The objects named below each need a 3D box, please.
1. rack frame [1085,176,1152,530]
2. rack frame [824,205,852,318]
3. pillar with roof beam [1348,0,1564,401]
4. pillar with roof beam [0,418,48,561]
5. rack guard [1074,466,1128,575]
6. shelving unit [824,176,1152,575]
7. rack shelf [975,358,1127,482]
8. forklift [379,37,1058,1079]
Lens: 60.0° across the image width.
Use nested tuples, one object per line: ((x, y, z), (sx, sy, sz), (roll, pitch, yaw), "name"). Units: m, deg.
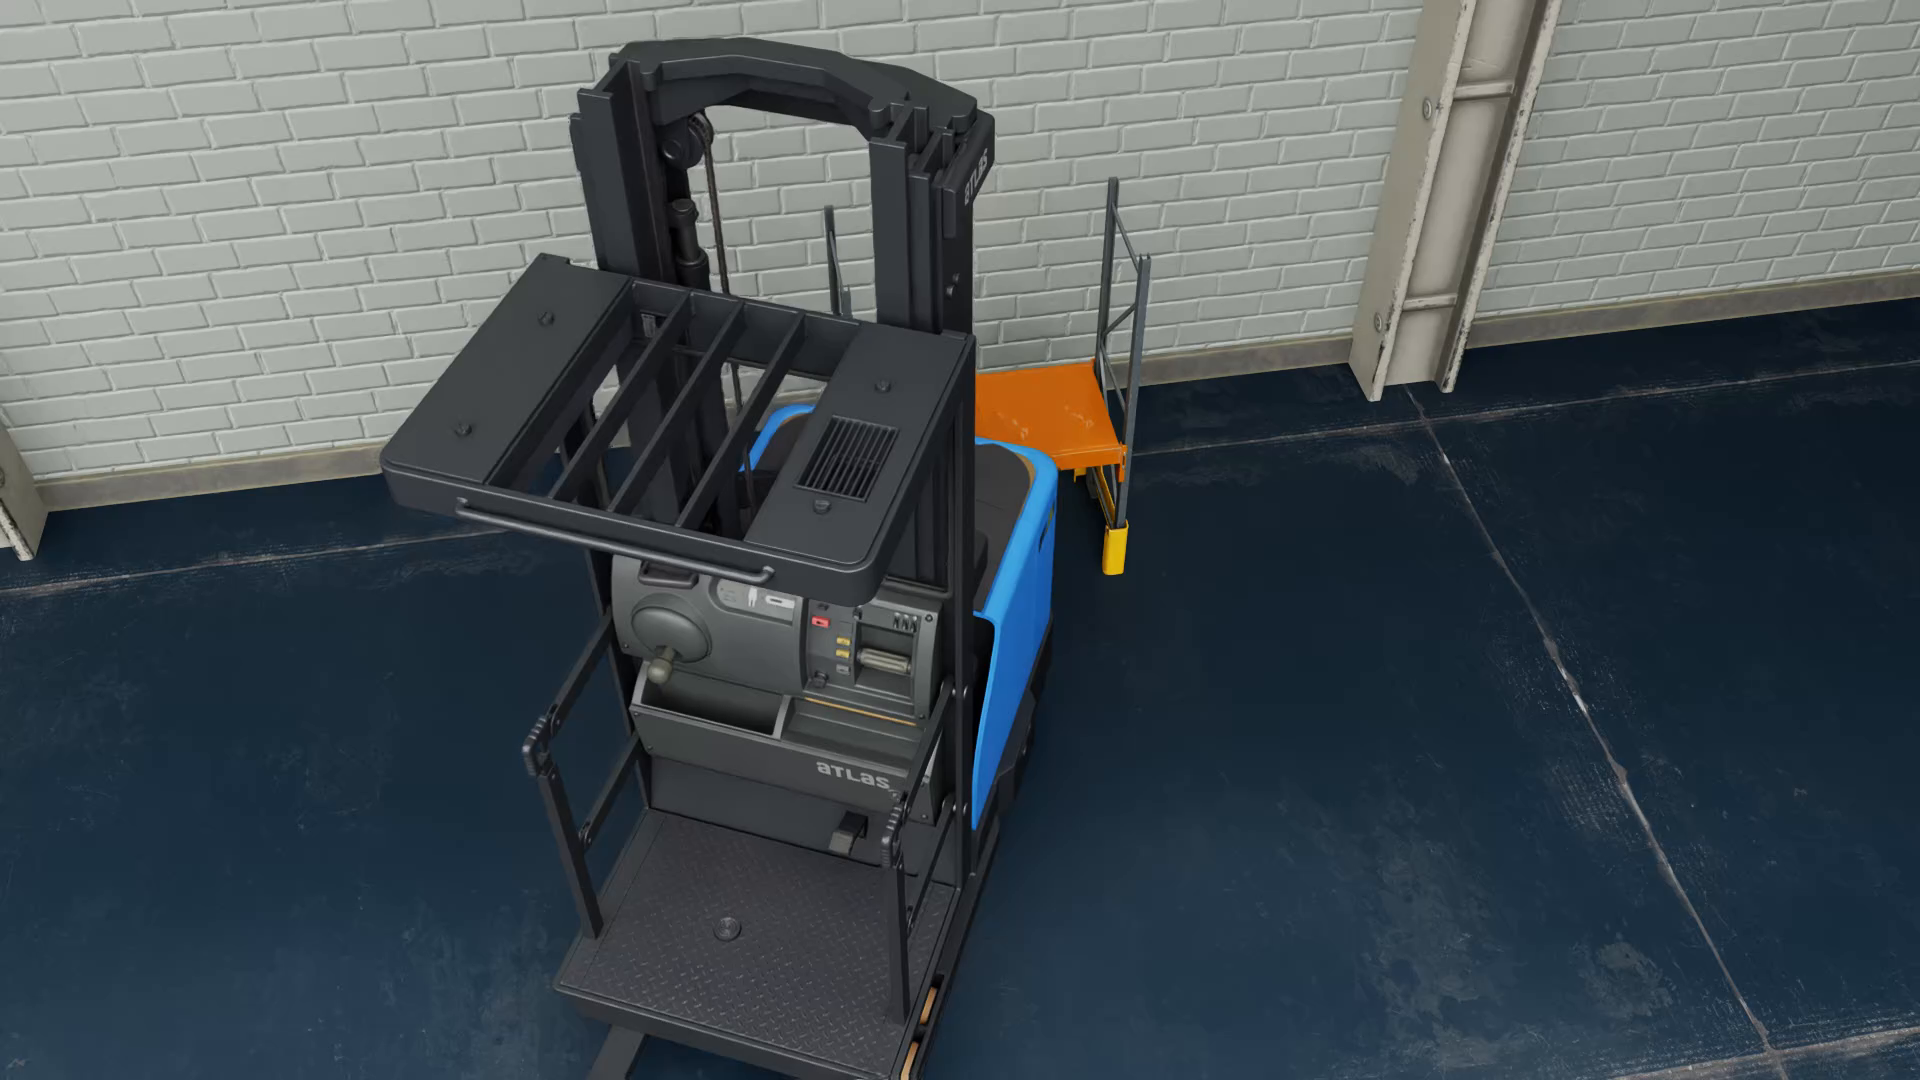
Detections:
((0.585, -0.593, 6.280), (0.032, 1.500, 0.500), (-7, 46, -7), "rack frame")
((-0.417, -0.468, 6.160), (0.032, 1.500, 0.500), (-7, 46, -7), "rack frame")
((2.708, -0.813, 1.284), (0.400, 9.000, 9.100), (-7, 46, -7), "pillar with roof beam")
((-3.205, -0.076, 0.574), (0.400, 9.000, 9.100), (-7, 46, -7), "pillar with roof beam")
((0.566, -0.157, 6.728), (0.087, 0.250, 0.587), (-7, 46, -7), "rack guard")
((0.075, -0.530, 6.219), (1.083, 1.500, 0.587), (-7, 46, -7), "shelving unit")
((0.084, -0.406, 6.350), (1.000, 0.185, 0.538), (-7, 46, -7), "rack shelf")
((-0.570, 0.351, 4.377), (1.130, 2.935, 3.031), (12, 47, 11), "forklift")
